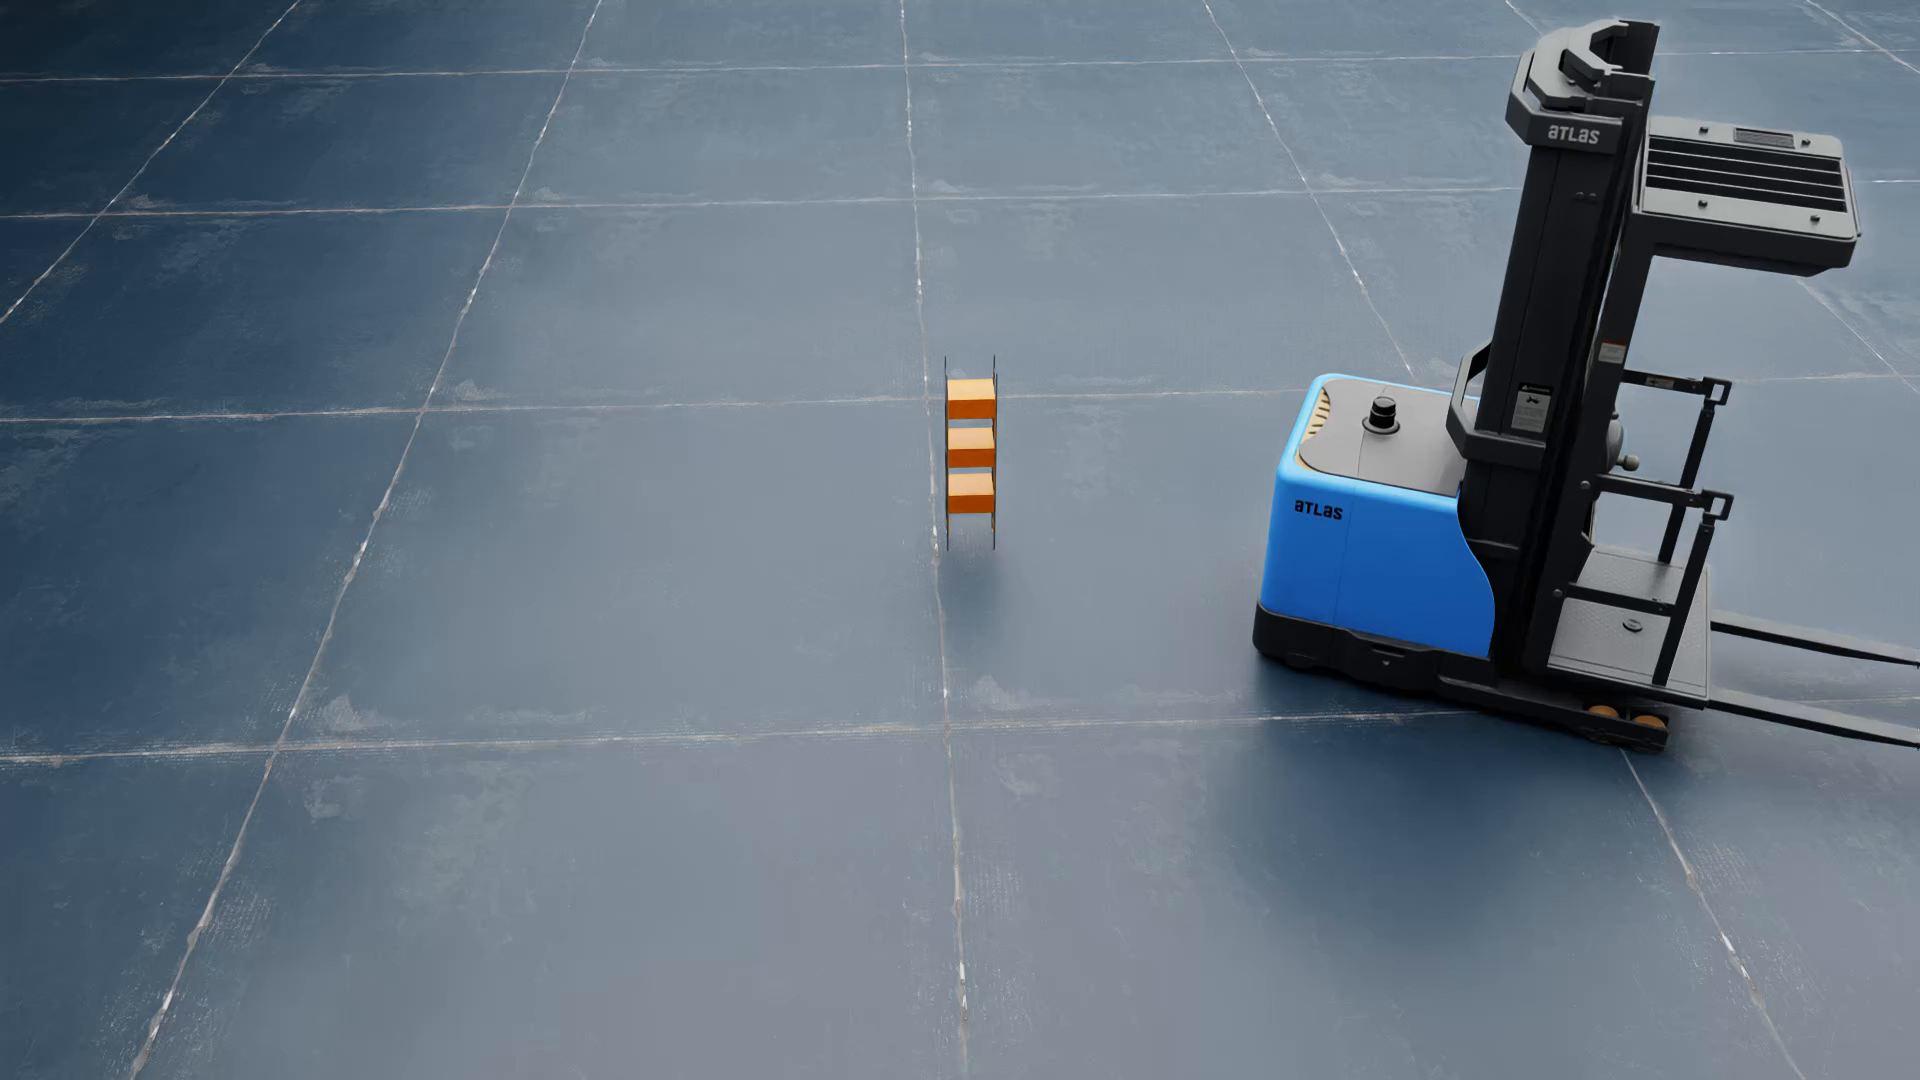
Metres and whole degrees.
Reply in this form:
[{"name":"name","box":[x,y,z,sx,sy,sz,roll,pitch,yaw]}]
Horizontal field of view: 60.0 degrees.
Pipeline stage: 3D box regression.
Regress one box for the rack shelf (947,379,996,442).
[{"name":"rack shelf","box":[0.053,-0.658,8.334,0.240,0.259,0.215,-2,35,-2]}]

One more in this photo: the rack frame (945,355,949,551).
[{"name":"rack frame","box":[-0.068,-0.430,8.485,0.008,1.050,0.200,-2,35,-2]}]

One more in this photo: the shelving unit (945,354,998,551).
[{"name":"shelving unit","box":[0.053,-0.433,8.490,0.252,1.050,0.215,-2,35,-2]}]

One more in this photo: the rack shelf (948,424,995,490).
[{"name":"rack shelf","box":[0.053,-0.424,8.496,0.240,0.259,0.215,-2,35,-2]}]

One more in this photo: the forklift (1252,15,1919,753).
[{"name":"forklift","box":[2.971,-0.600,7.078,3.031,2.935,1.130,12,36,17]}]

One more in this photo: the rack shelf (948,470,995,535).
[{"name":"rack shelf","box":[0.053,-0.196,8.654,0.240,0.259,0.215,-2,35,-2]}]

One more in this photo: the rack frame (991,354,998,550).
[{"name":"rack frame","box":[0.175,-0.436,8.494,0.008,1.050,0.200,-2,35,-2]}]
